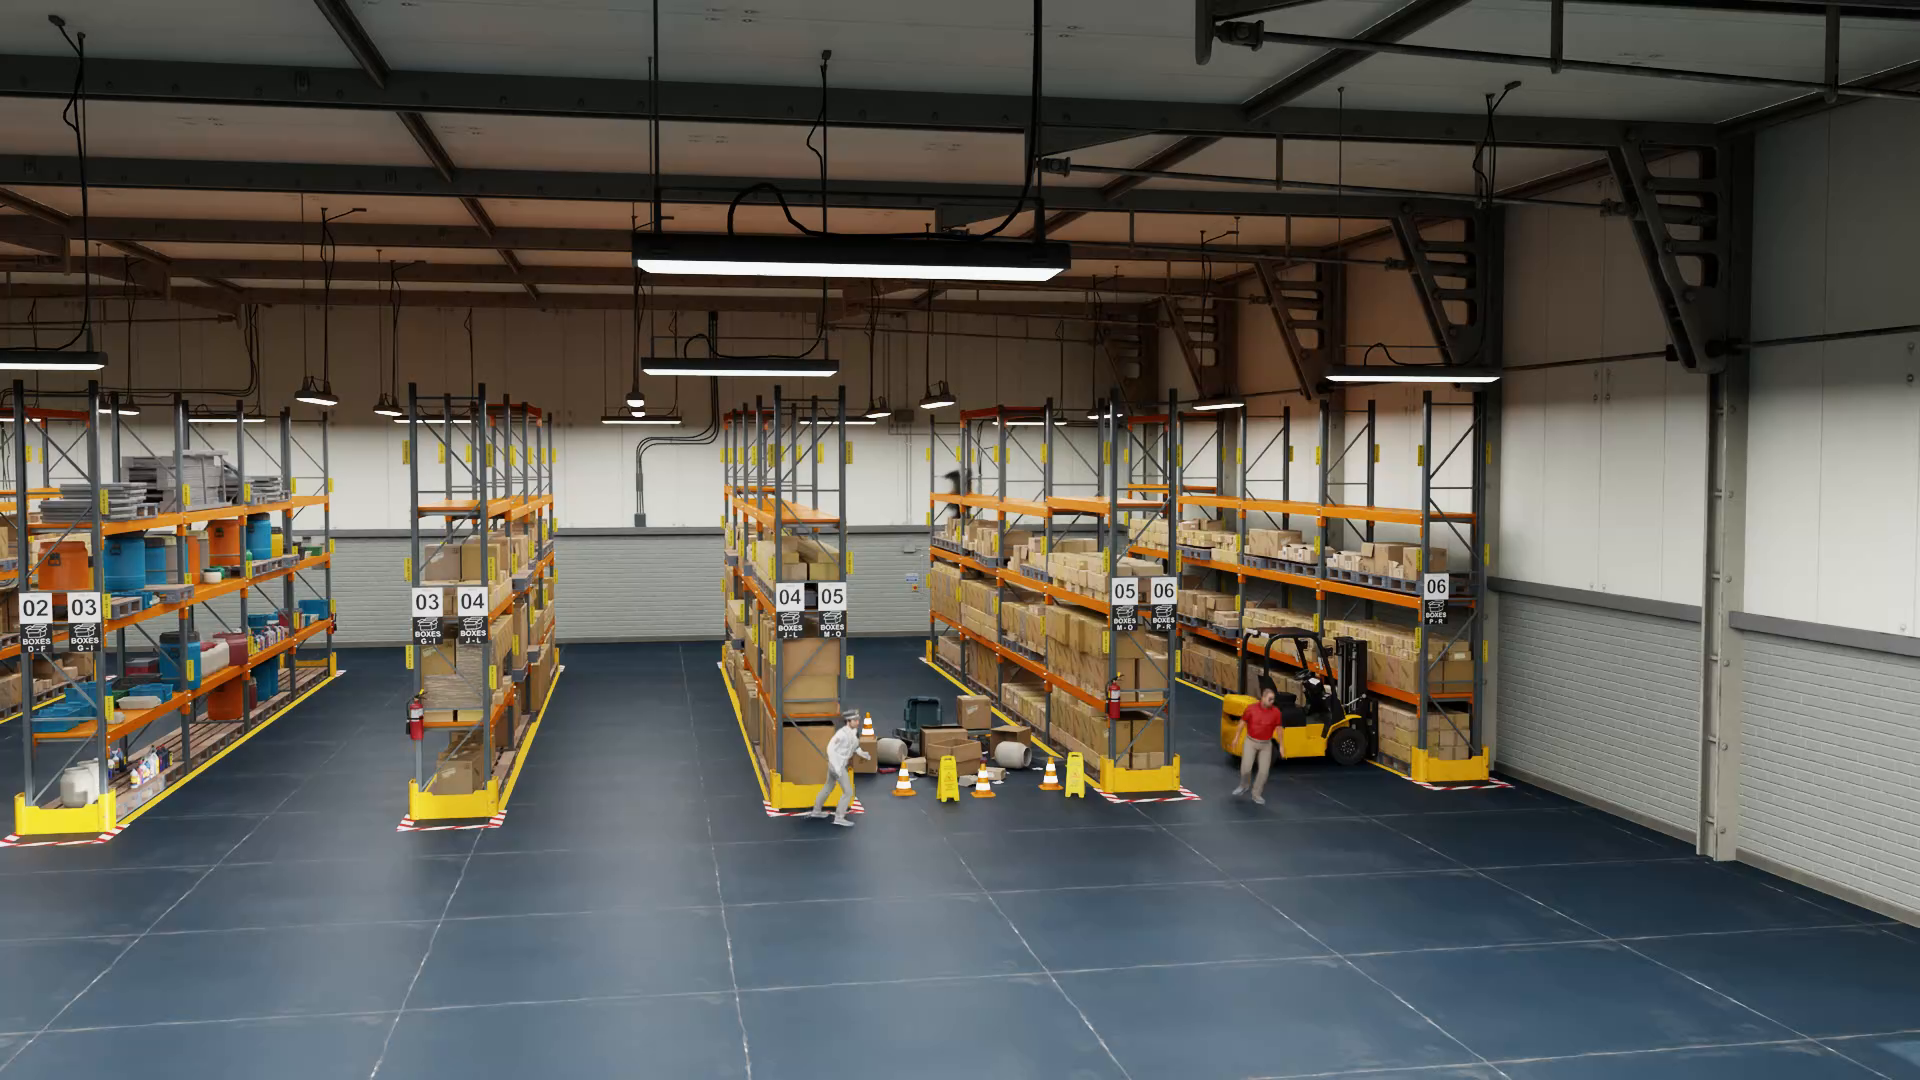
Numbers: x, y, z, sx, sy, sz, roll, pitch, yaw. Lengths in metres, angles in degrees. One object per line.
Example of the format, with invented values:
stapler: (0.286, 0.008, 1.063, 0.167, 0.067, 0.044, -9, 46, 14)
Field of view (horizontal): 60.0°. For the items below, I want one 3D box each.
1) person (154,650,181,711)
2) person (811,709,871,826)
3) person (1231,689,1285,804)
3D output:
person: (-15.410, 2.634, 32.525, 0.629, 1.473, 0.776, -1, 3, -17)
person: (-1.634, 3.072, 22.587, 0.852, 1.607, 0.651, 0, 3, 6)
person: (4.287, 2.953, 23.927, 0.703, 1.682, 0.599, 0, 3, -5)
